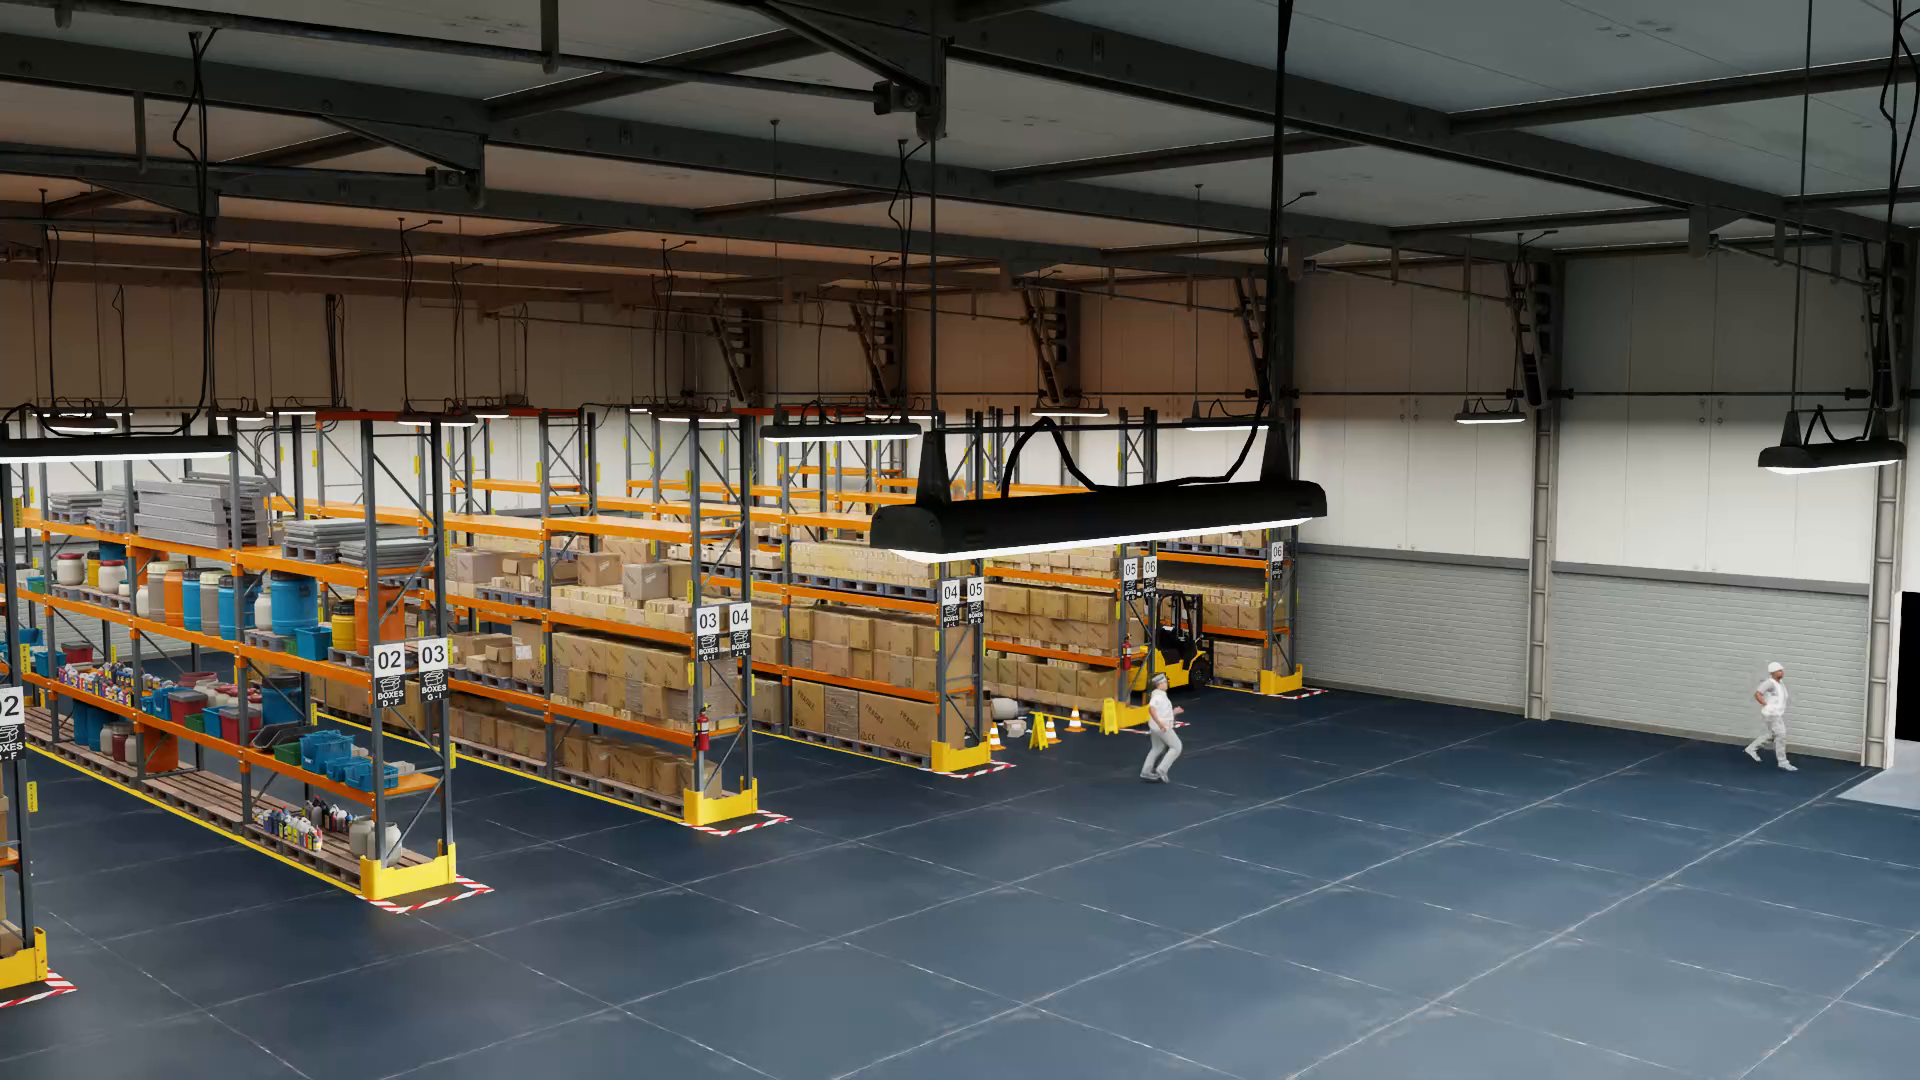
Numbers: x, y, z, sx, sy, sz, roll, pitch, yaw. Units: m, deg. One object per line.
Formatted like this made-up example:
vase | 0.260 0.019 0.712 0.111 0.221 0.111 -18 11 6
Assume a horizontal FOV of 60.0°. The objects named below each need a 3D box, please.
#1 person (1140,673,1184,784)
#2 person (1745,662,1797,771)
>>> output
person | 3.304 3.063 27.030 0.703 1.802 0.636 -1 5 -8
person | 13.715 2.949 28.069 0.860 1.792 0.678 4 6 38
